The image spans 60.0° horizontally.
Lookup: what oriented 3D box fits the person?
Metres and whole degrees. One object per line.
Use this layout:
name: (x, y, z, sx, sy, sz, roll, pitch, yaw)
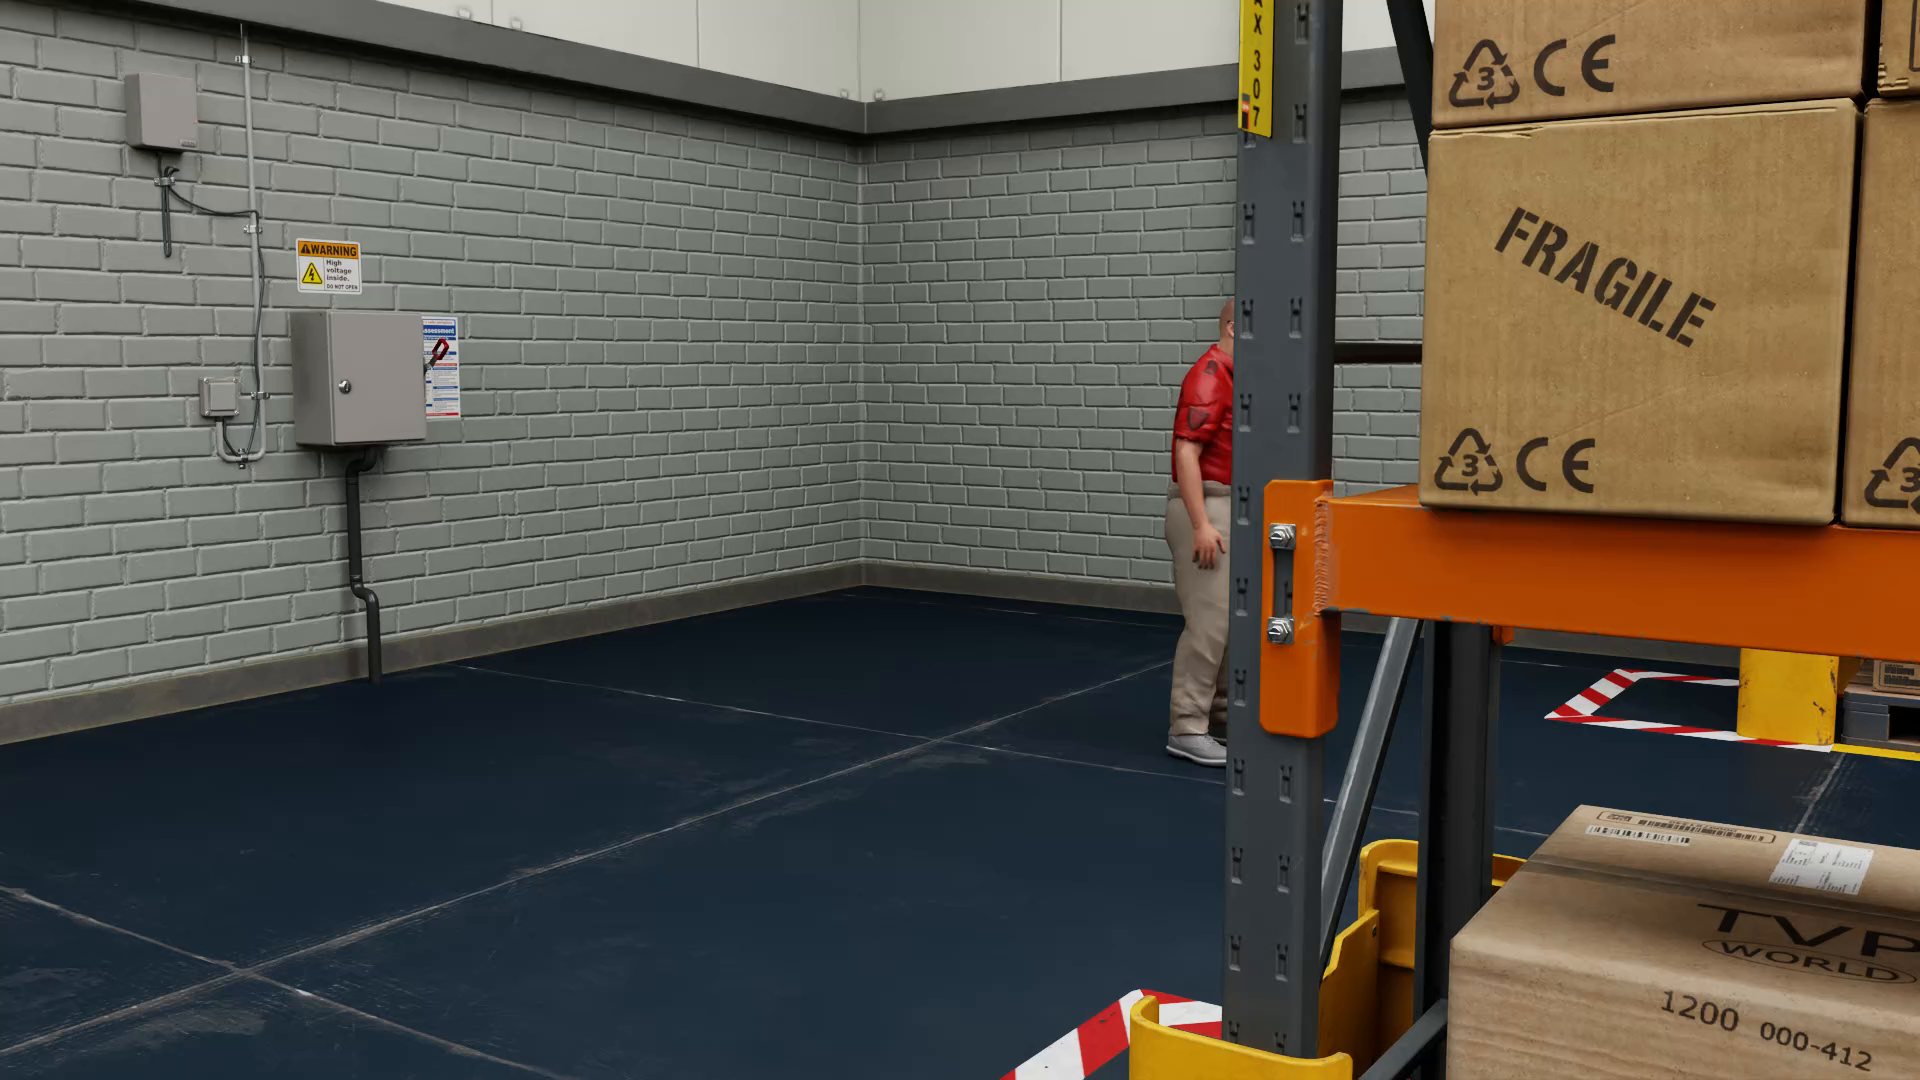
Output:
person: (1.016, -0.053, 6.316, 0.425, 1.727, 0.596, 4, 7, 32)
